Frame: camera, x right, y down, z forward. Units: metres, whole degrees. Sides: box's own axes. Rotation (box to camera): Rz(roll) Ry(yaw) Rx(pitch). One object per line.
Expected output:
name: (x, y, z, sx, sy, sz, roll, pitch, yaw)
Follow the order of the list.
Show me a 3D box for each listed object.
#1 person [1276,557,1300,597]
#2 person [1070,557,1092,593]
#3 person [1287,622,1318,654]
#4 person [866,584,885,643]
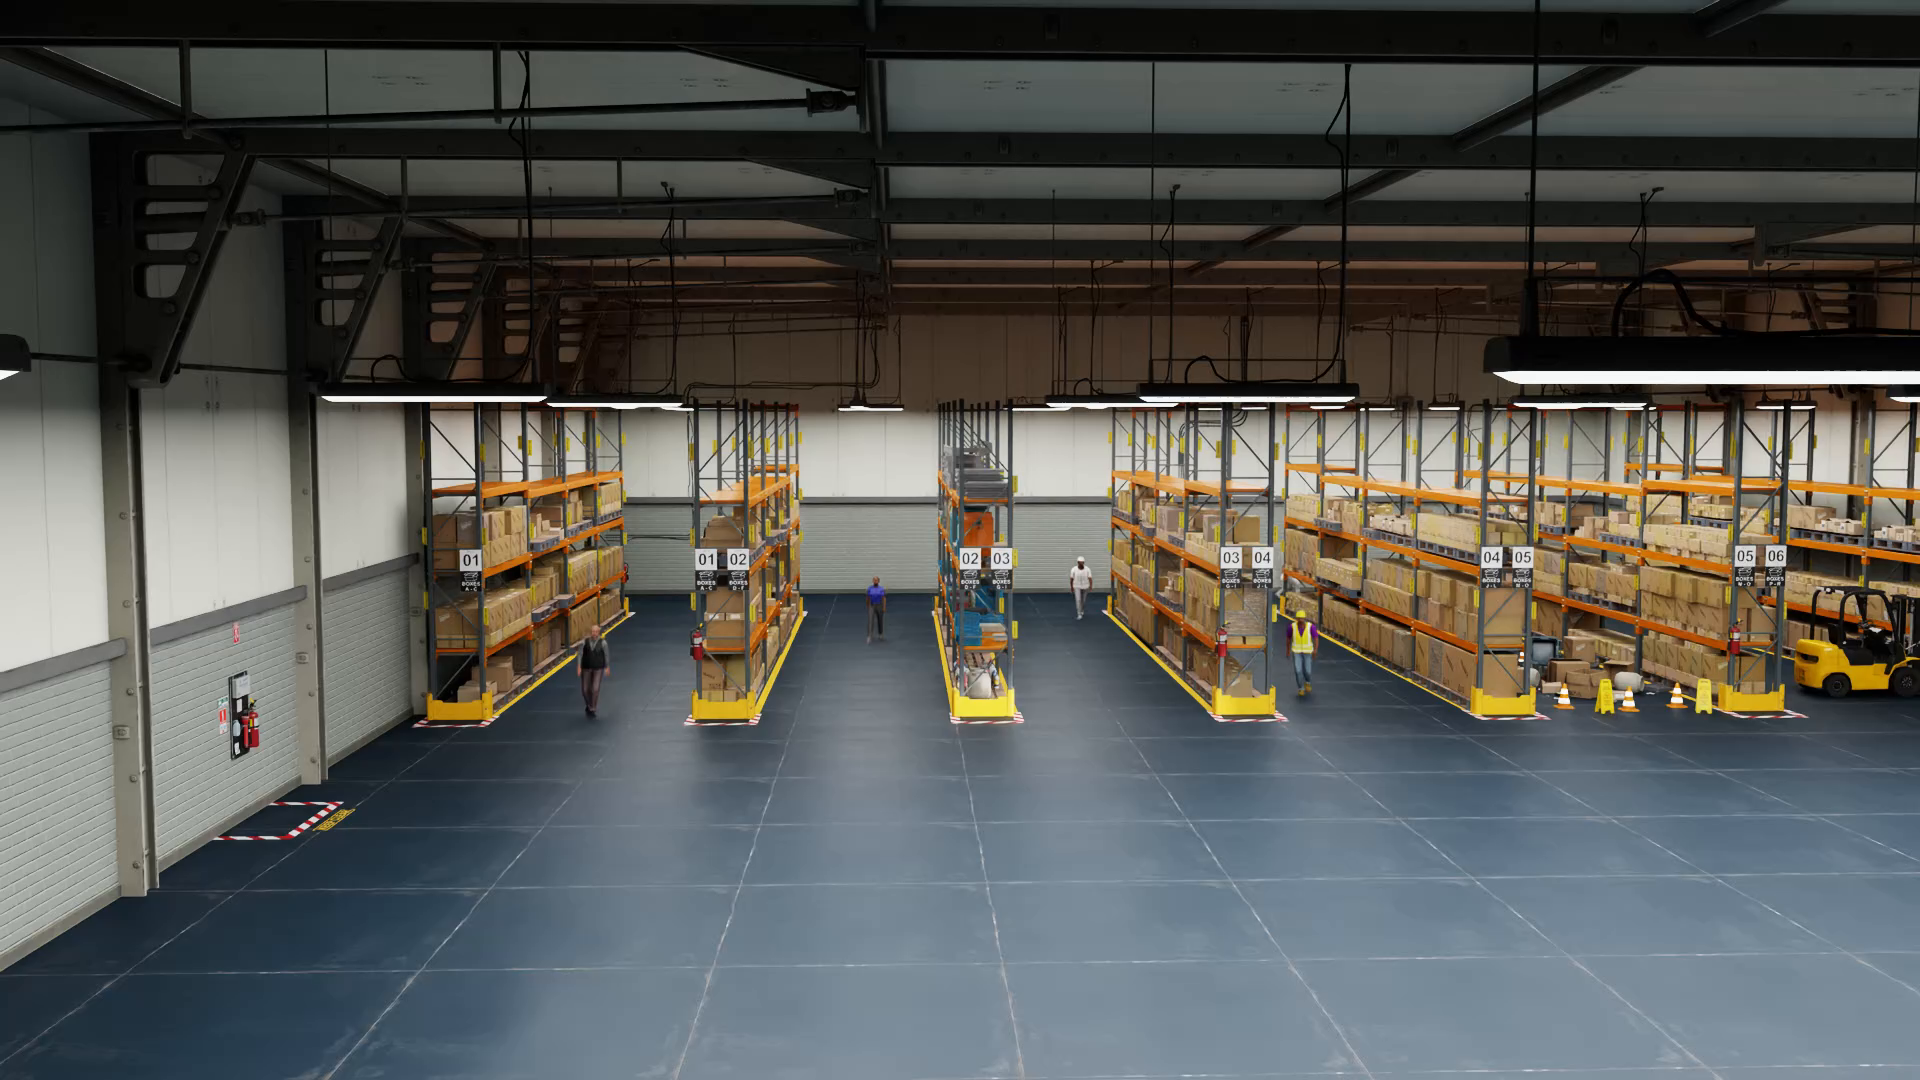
person: (10.132, 1.166, 50.870, 1.074, 1.400, 0.545, 3, 5, 32)
person: (3.400, 0.996, 46.475, 0.587, 1.050, 0.575, 0, 4, -4)
person: (6.967, 1.981, 33.826, 0.623, 0.652, 0.378, 1, 4, 14)
person: (-2.128, 1.823, 41.871, 0.470, 1.410, 0.969, 0, 4, 6)
